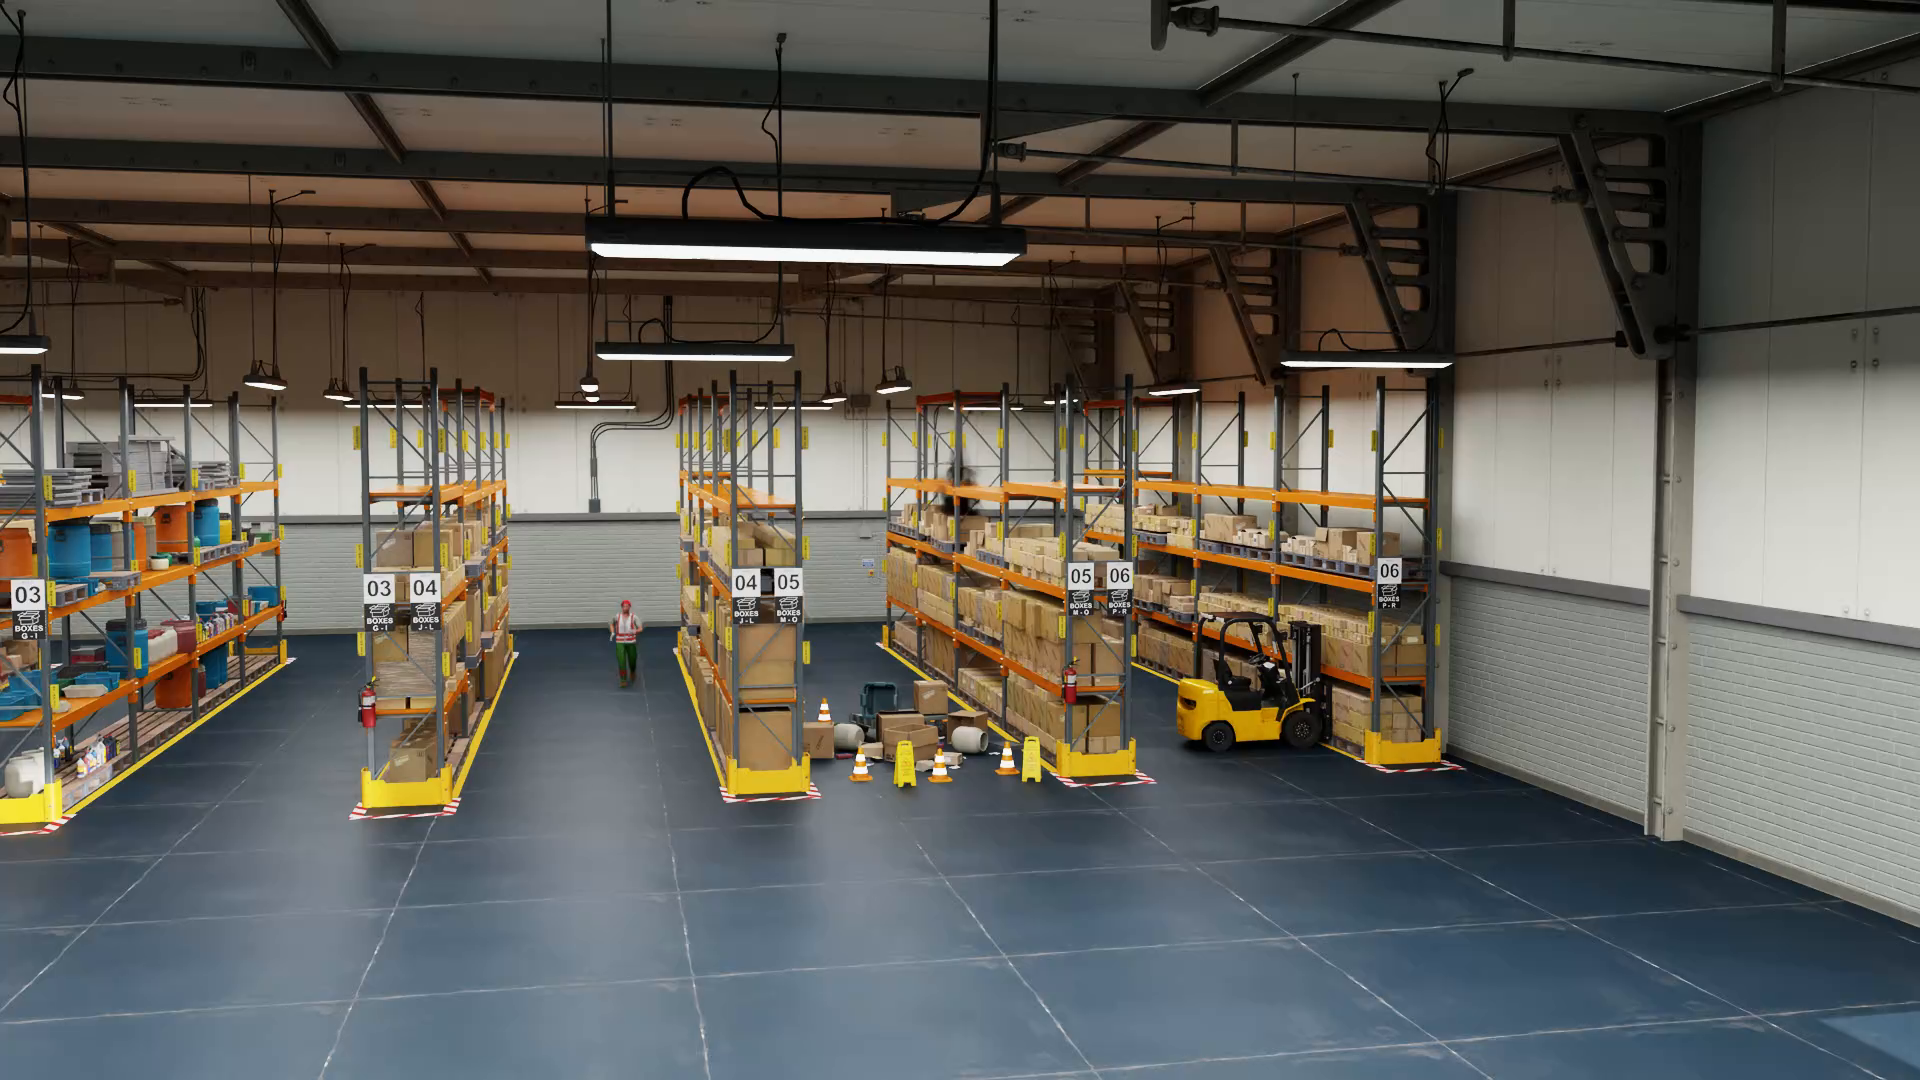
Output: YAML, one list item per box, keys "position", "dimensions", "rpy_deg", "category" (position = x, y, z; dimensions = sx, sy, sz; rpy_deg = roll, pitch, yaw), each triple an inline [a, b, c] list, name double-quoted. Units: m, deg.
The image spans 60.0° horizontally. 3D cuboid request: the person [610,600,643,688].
- position: [-6.806, 2.100, 33.906]
  dimensions: [0.669, 1.765, 0.914]
  rpy_deg: [0, 3, -6]
  category: "person"
